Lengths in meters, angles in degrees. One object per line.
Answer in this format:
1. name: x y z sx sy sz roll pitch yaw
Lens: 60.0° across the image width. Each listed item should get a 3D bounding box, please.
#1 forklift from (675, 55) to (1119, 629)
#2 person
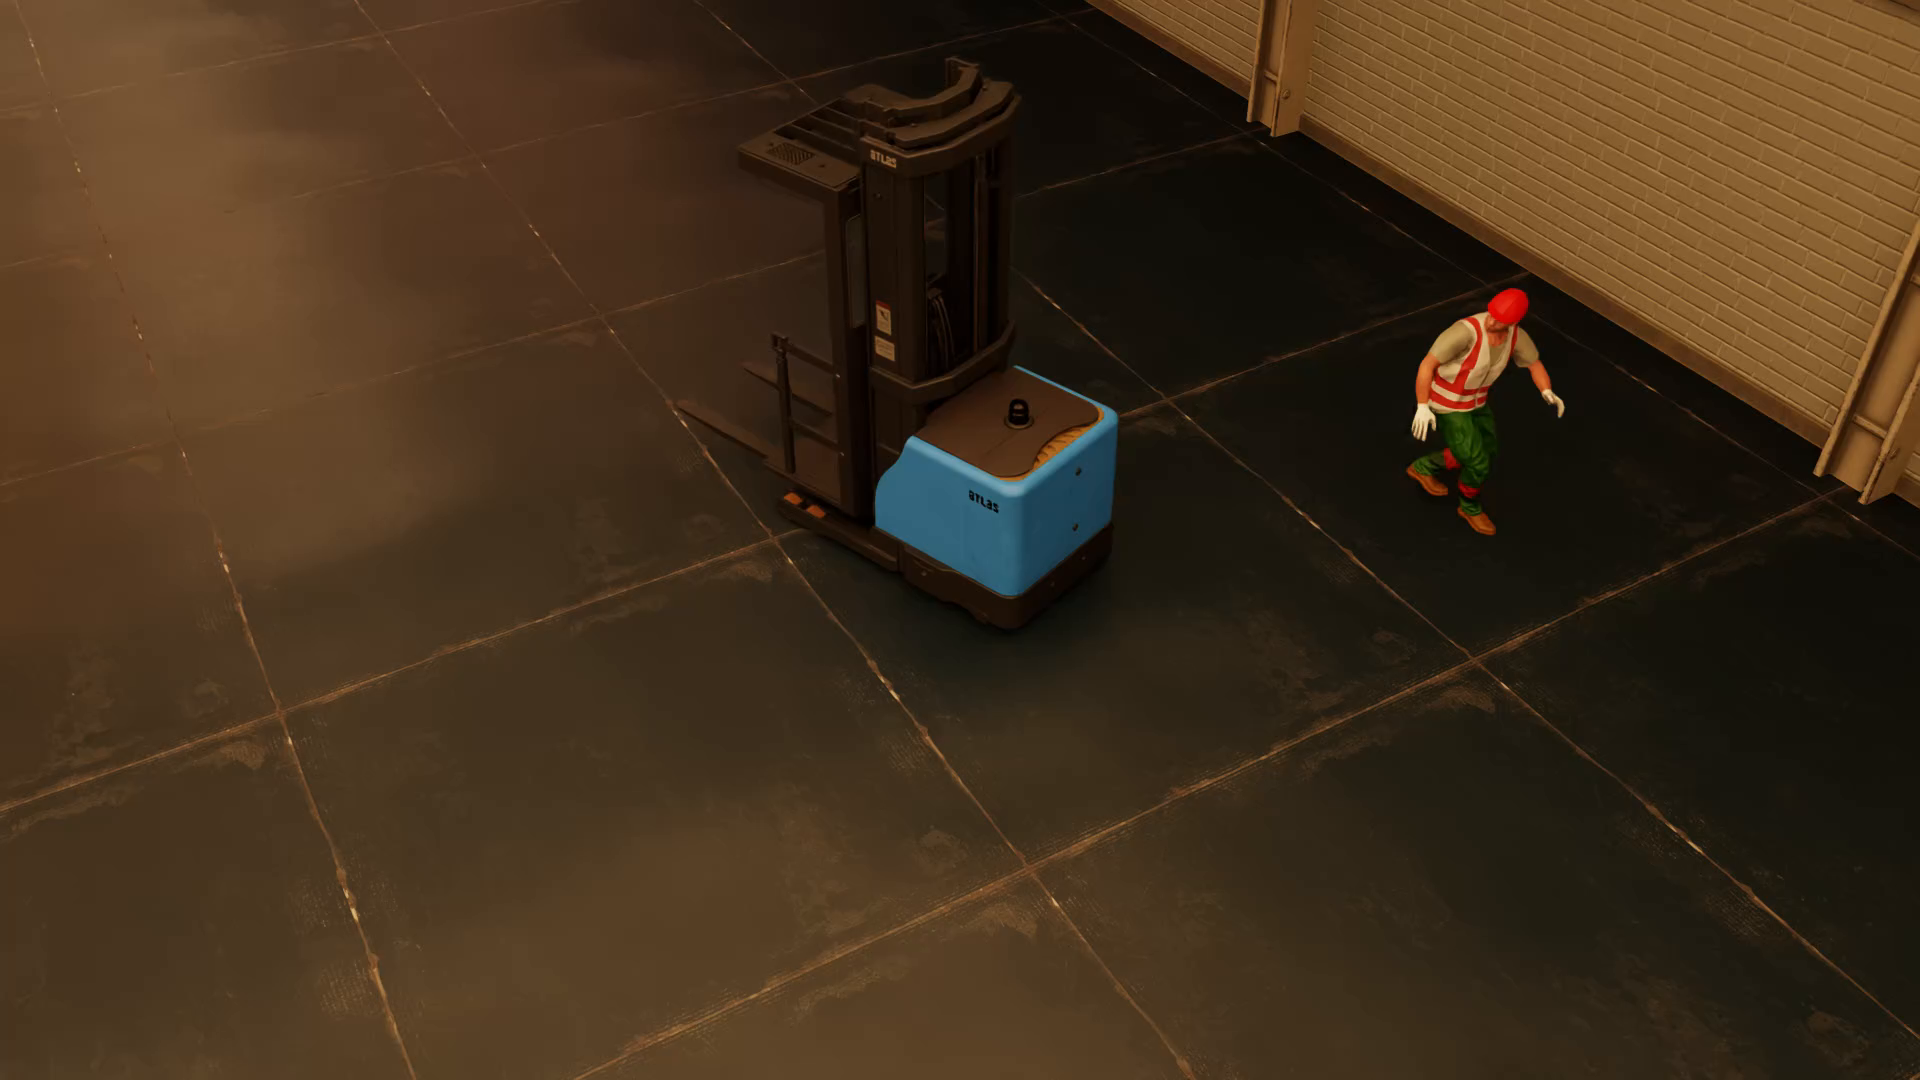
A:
1. forklift: -0.525 -1.407 9.733 3.031 2.935 1.130 28 47 30
2. person: 3.091 -0.745 9.945 0.895 1.644 0.852 -26 46 -28
